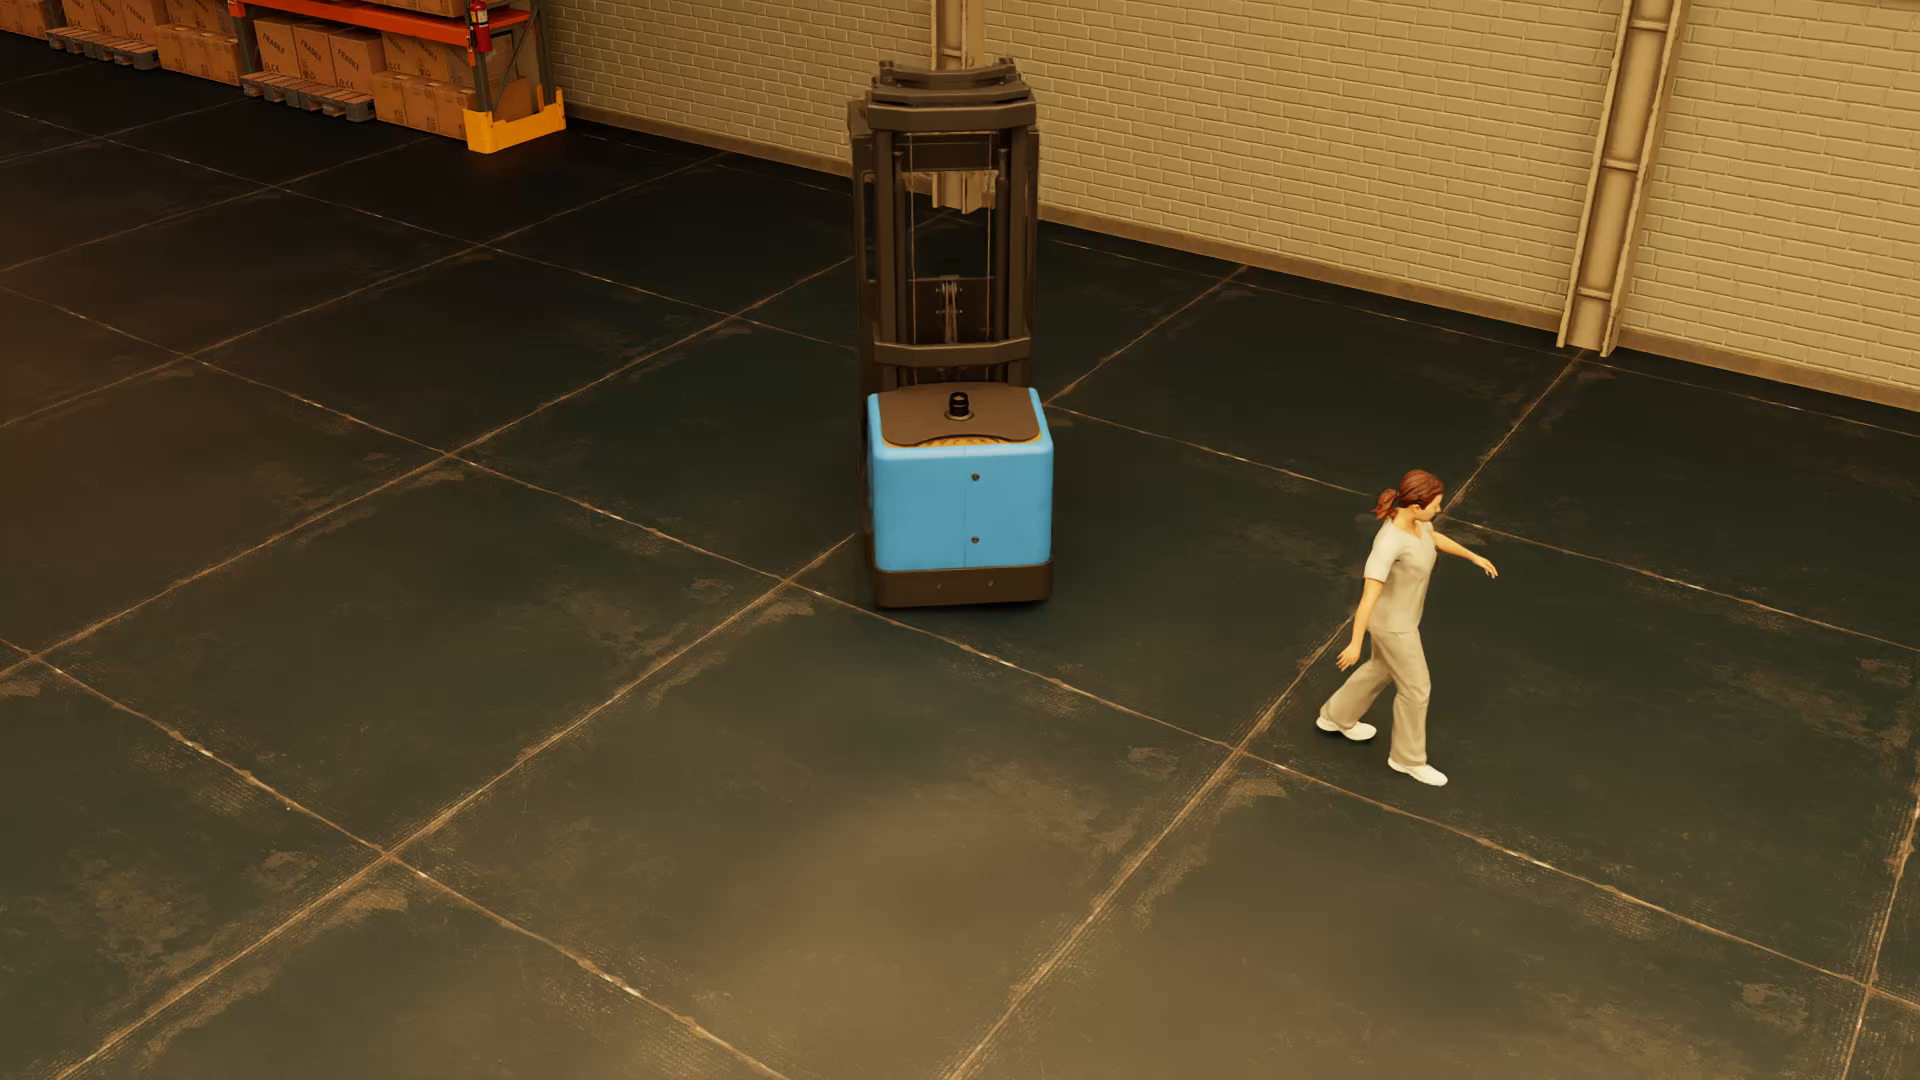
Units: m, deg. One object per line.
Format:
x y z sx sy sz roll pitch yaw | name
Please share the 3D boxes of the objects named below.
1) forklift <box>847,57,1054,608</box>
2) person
-0.110 -1.588 10.316 1.130 2.935 3.031 -3 30 -5 | forklift
2.167 0.413 8.161 0.735 1.657 0.857 14 33 22 | person
